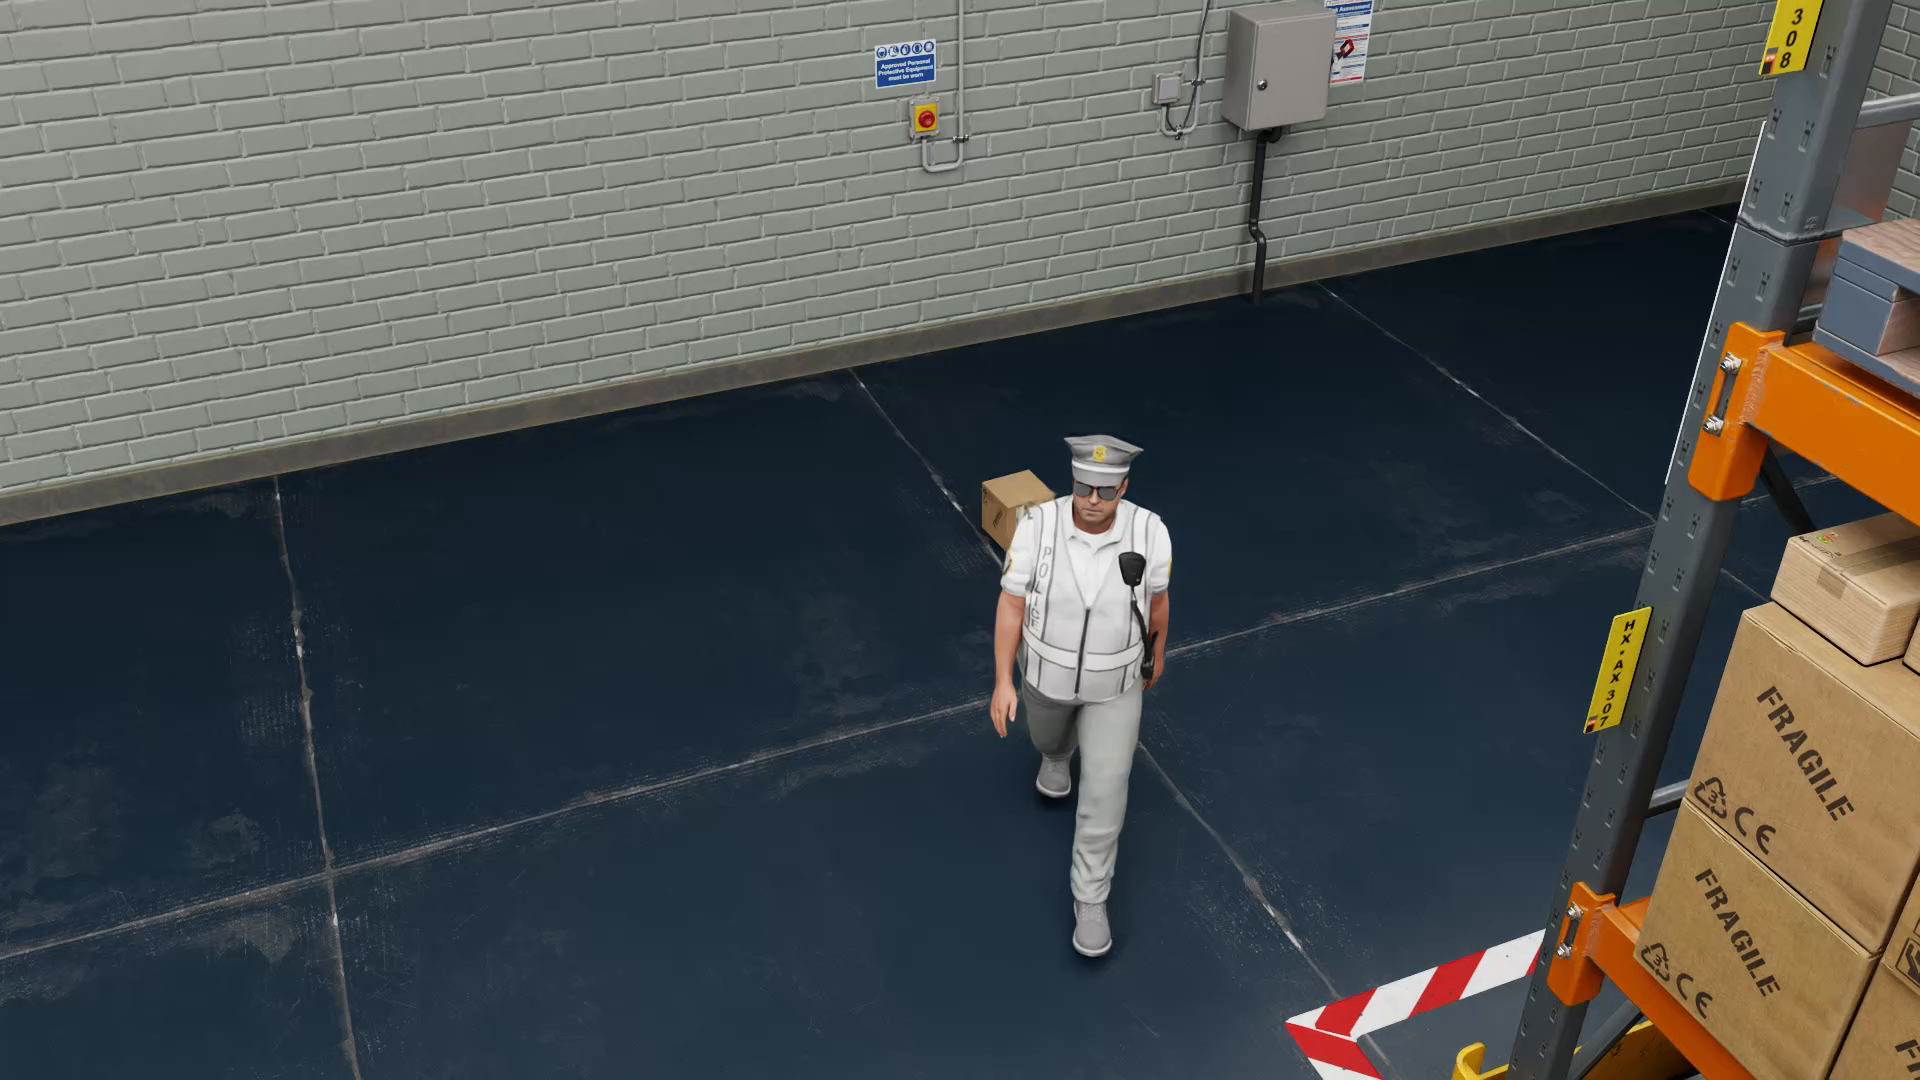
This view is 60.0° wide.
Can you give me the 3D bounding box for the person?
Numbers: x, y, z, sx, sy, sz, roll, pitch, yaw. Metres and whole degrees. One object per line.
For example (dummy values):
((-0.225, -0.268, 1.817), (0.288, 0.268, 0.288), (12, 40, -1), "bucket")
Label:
((0.394, 0.412, 5.490), (0.555, 1.728, 1.057), (5, 34, 8), "person")
